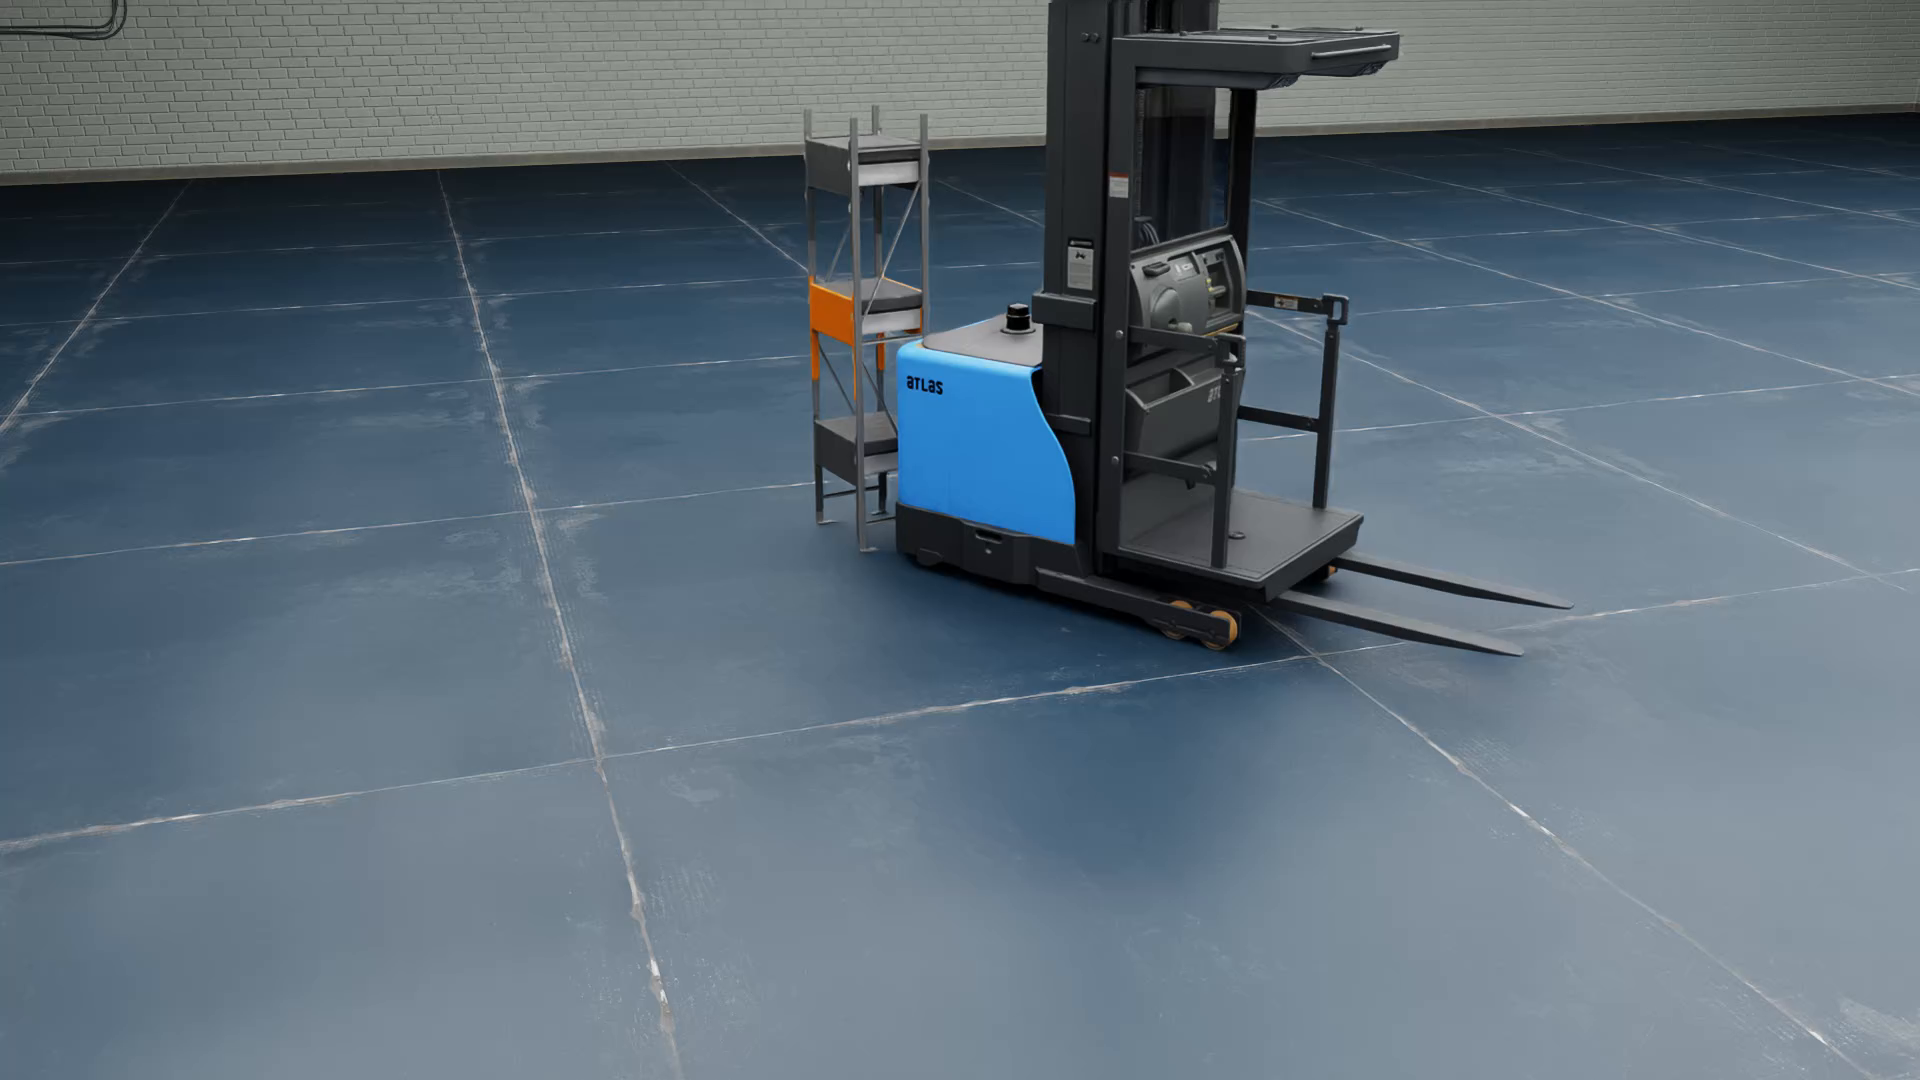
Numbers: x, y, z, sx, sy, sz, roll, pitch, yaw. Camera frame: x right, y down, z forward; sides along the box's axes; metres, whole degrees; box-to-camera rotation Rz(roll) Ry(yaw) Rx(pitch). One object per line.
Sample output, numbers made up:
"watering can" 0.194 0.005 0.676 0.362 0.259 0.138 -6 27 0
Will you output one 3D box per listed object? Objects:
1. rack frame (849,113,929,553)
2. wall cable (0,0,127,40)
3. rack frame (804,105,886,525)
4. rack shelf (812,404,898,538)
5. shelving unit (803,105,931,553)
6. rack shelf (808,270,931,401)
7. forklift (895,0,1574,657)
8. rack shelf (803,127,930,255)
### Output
"rack frame" -0.325 -0.959 7.981 0.400 2.100 0.015 -11 23 -28
"wall cable" -11.722 -7.193 19.724 3.097 2.526 0.112 -6 21 -17
"rack frame" -0.570 -1.102 8.378 0.400 2.100 0.015 -11 23 -28
"rack shelf" -0.448 -0.359 8.420 0.431 0.518 0.480 -11 23 -28
"shelving unit" -0.448 -1.030 8.179 0.431 2.100 0.503 -11 23 -28
"rack shelf" -0.448 -1.018 8.184 0.431 0.518 0.480 -11 23 -28
"forklift" 1.174 -1.113 7.178 3.031 2.935 1.130 14 24 34
"rack shelf" -0.448 -1.676 7.947 0.431 0.518 0.480 -11 23 -28
